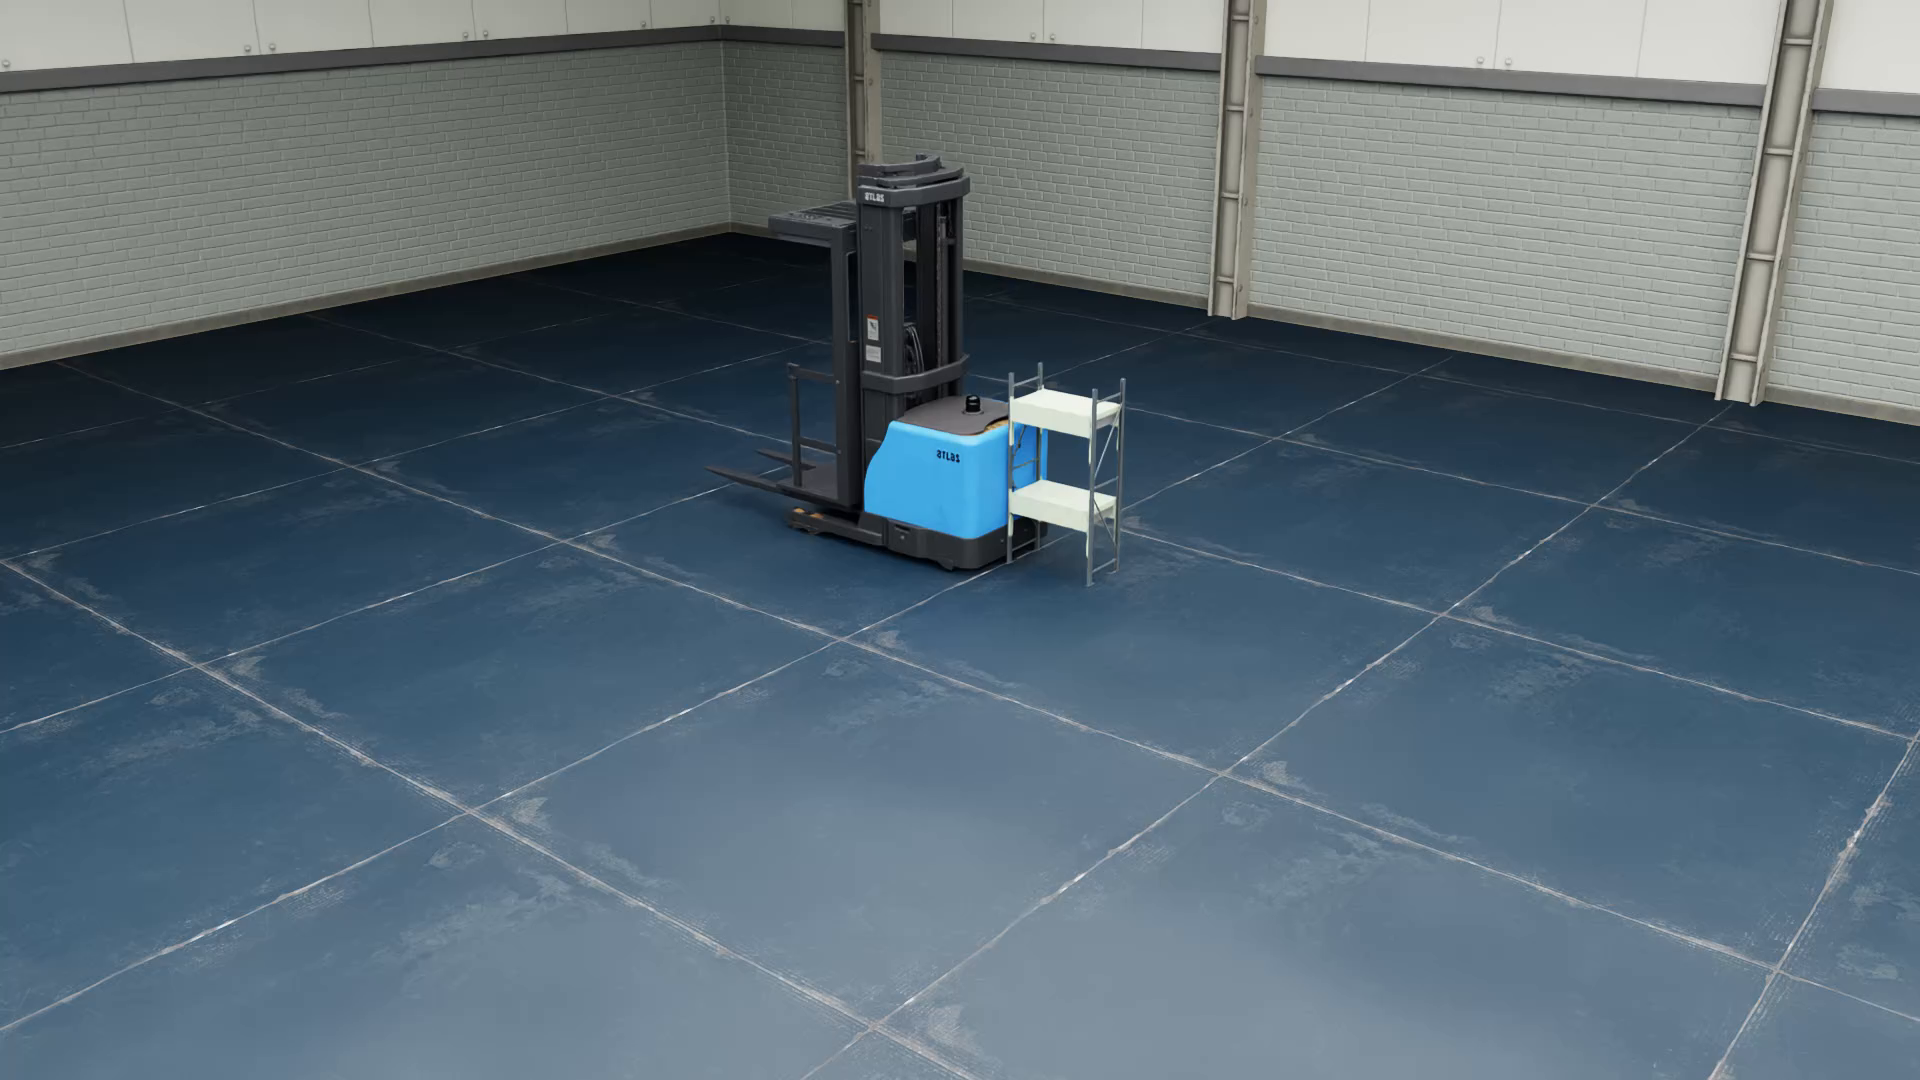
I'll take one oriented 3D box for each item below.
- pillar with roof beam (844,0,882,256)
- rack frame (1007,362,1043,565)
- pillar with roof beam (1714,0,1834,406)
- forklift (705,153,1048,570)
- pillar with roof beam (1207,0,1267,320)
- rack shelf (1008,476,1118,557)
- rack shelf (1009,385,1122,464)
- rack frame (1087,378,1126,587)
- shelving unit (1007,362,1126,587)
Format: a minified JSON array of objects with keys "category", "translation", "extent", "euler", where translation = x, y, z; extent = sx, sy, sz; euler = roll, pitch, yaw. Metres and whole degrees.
[{"category":"pillar with roof beam","translation":[-4.069,-7.143,19.357],"extent":[0.400,9.000,9.100],"euler":[16,26,36]},{"category":"rack frame","translation":[0.487,-0.569,12.551],"extent":[0.023,1.500,0.400],"euler":[15,26,35]},{"category":"pillar with roof beam","translation":[5.227,-4.466,12.257],"extent":[0.400,9.000,9.100],"euler":[16,26,36]},{"category":"forklift","translation":[-0.783,-1.546,13.113],"extent":[3.031,2.935,1.130],"euler":[15,26,35]},{"category":"pillar with roof beam","translation":[0.579,-5.805,15.807],"extent":[0.400,9.000,9.100],"euler":[16,26,36]},{"category":"rack shelf","translation":[0.776,-0.184,12.455],"extent":[0.720,0.370,0.431],"euler":[15,26,35]},{"category":"rack shelf","translation":[0.776,-0.854,12.202],"extent":[0.720,0.370,0.431],"euler":[15,26,35]},{"category":"rack frame","translation":[1.064,-0.410,12.129],"extent":[0.023,1.500,0.400],"euler":[15,26,35]},{"category":"shelving unit","translation":[0.776,-0.489,12.340],"extent":[0.755,1.500,0.431],"euler":[15,26,35]}]
